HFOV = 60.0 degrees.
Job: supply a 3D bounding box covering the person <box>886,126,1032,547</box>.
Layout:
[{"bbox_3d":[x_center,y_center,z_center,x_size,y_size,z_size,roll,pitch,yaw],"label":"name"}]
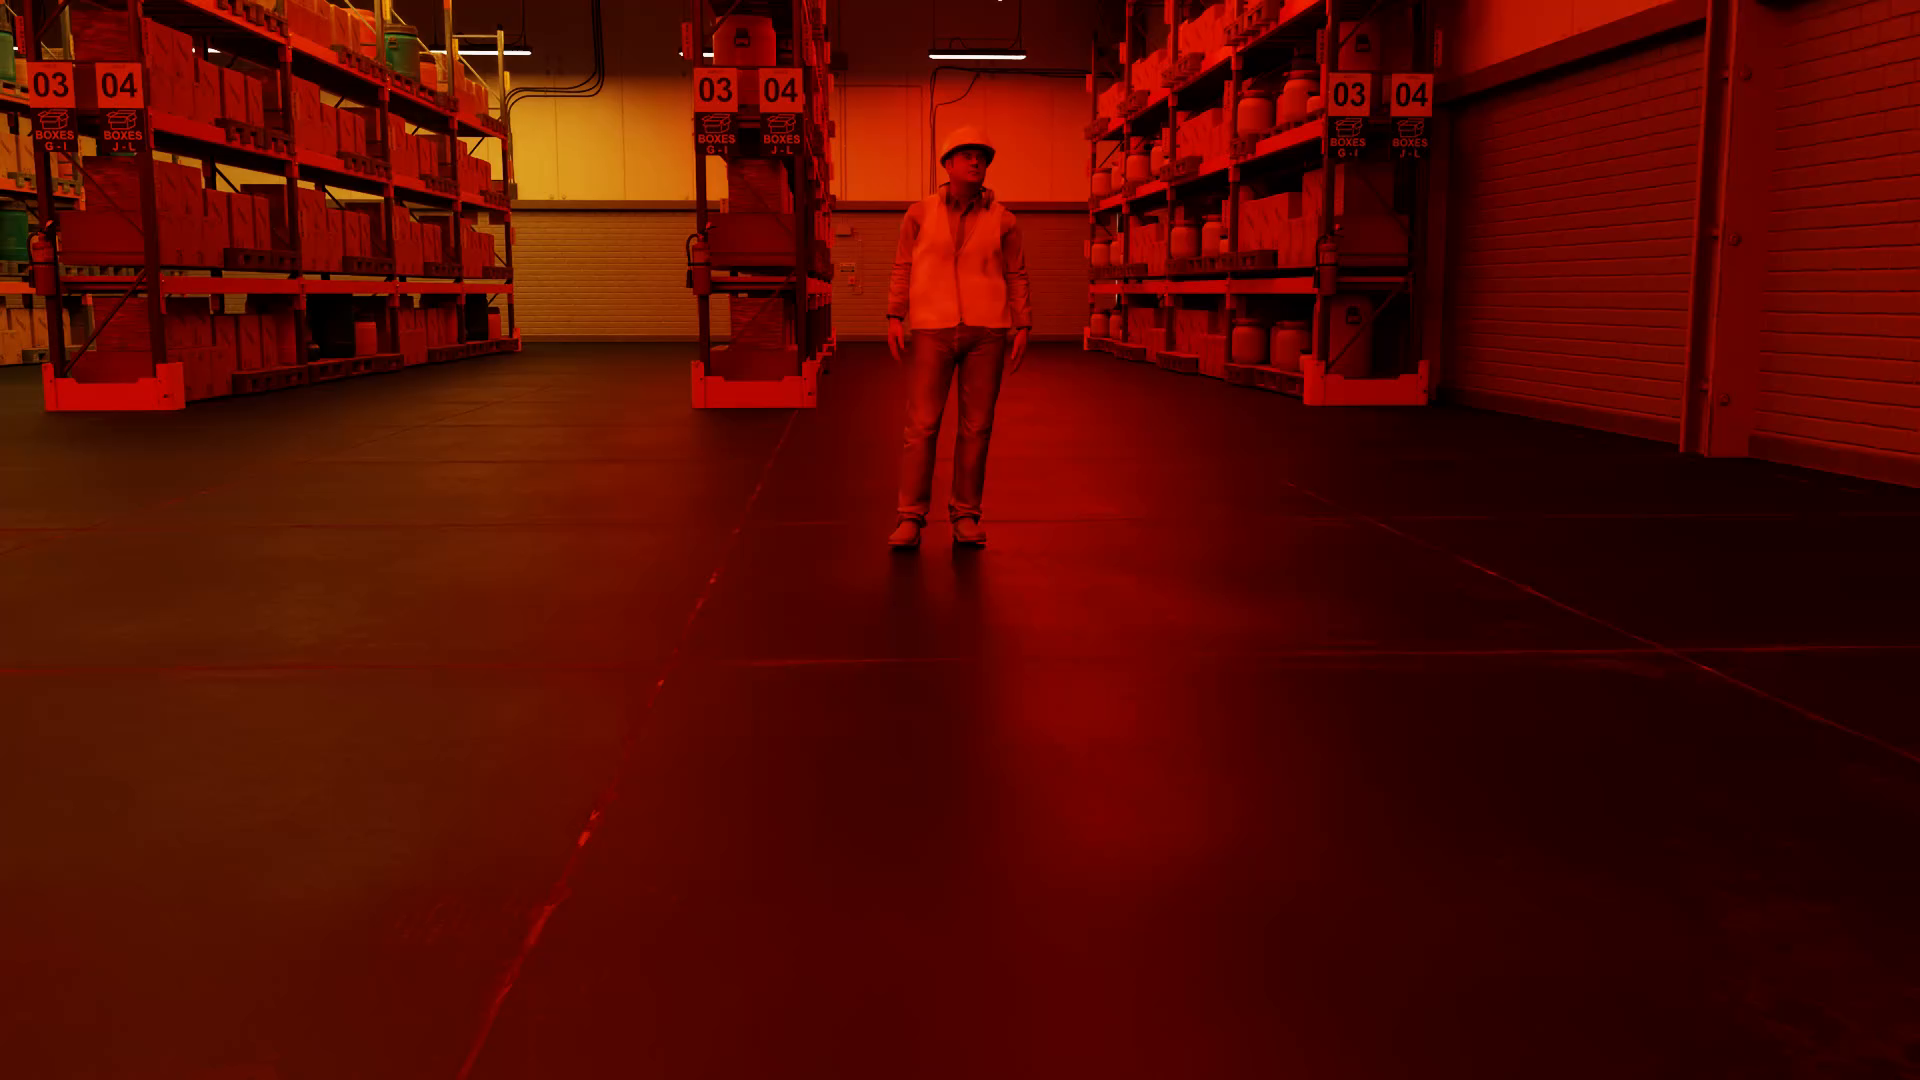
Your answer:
[{"bbox_3d":[-0.003,-0.876,7.116,0.634,1.775,0.565,-1,8,-4],"label":"person"}]
